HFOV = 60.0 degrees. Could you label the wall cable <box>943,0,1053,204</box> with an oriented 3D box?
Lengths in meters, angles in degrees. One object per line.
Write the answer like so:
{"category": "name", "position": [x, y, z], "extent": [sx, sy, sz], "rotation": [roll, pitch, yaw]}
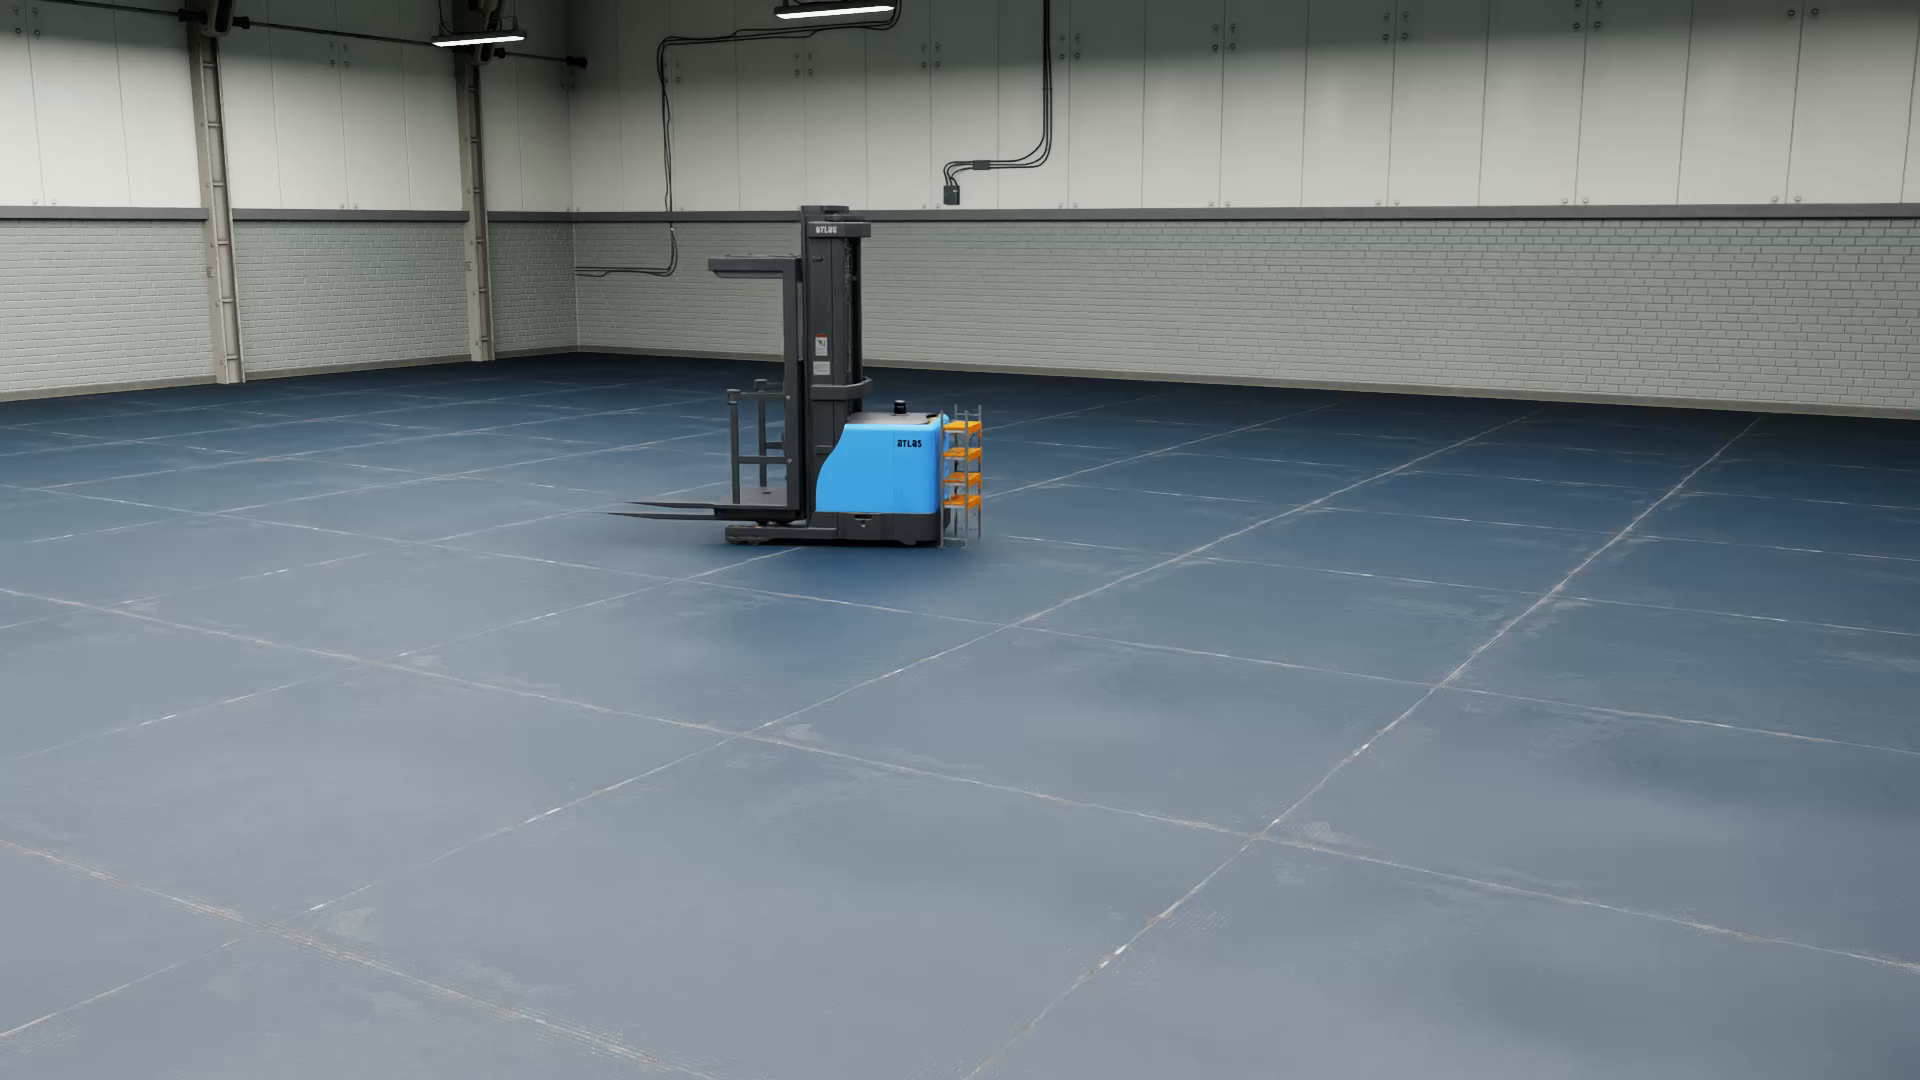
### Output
{"category": "wall cable", "position": [0.683, -9.316, 30.932], "extent": [2.305, 6.003, 0.169], "rotation": [6, 12, 31]}

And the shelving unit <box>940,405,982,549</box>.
{"category": "shelving unit", "position": [0.010, -0.563, 14.613], "extent": [0.258, 1.200, 0.503], "rotation": [3, 11, 14]}

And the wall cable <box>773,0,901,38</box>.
{"category": "wall cable", "position": [-2.466, -11.191, 32.546], "extent": [3.097, 2.526, 0.112], "rotation": [6, 12, 31]}

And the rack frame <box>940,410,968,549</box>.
{"category": "rack frame", "position": [-0.050, -0.519, 14.381], "extent": [0.240, 1.200, 0.015], "rotation": [3, 11, 14]}

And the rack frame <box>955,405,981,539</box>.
{"category": "rack frame", "position": [0.069, -0.606, 14.846], "extent": [0.240, 1.200, 0.015], "rotation": [3, 11, 14]}

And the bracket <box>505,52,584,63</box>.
{"category": "bracket", "position": [-8.640, -10.297, 35.634], "extent": [0.076, 0.066, 3.189], "rotation": [6, 12, 31]}

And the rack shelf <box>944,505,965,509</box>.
{"category": "rack shelf", "position": [0.010, -0.329, 14.657], "extent": [0.199, 0.029, 0.442], "rotation": [3, 11, 14]}

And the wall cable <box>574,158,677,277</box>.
{"category": "wall cable", "position": [-7.423, -7.027, 36.389], "extent": [3.097, 2.526, 0.112], "rotation": [6, 12, 31]}

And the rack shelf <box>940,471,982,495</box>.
{"category": "rack shelf", "position": [0.010, -0.497, 14.626], "extent": [0.258, 0.148, 0.480], "rotation": [3, 11, 14]}

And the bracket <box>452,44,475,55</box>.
{"category": "bracket", "position": [-9.995, -9.887, 33.442], "extent": [0.235, 0.232, 0.430], "rotation": [6, 12, 31]}

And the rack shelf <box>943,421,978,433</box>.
{"category": "rack shelf", "position": [0.010, -0.987, 14.534], "extent": [0.221, 0.050, 0.457], "rotation": [3, 11, 14]}

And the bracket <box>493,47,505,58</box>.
{"category": "bracket", "position": [-9.564, -10.017, 34.140], "extent": [0.235, 0.232, 0.430], "rotation": [6, 12, 31]}

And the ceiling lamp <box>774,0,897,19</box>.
{"category": "ceiling lamp", "position": [-1.713, -9.318, 24.325], "extent": [2.000, 3.185, 0.800], "rotation": [6, 12, 31]}

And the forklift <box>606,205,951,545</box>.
{"category": "forklift", "position": [-1.642, -1.491, 14.867], "extent": [3.031, 2.935, 1.130], "rotation": [1, 11, 7]}

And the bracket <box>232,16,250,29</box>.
{"category": "bracket", "position": [-12.679, -9.074, 29.099], "extent": [0.235, 0.232, 0.430], "rotation": [6, 12, 31]}

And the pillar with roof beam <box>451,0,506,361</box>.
{"category": "pillar with roof beam", "position": [-6.403, -7.805, 32.106], "extent": [9.100, 9.000, 0.548], "rotation": [6, 12, 31]}

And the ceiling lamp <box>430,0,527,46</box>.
{"category": "ceiling lamp", "position": [-8.029, -10.024, 28.096], "extent": [2.000, 3.185, 0.800], "rotation": [6, 12, 31]}

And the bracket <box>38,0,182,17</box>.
{"category": "bracket", "position": [-14.447, -8.538, 26.237], "extent": [0.076, 0.066, 4.783], "rotation": [6, 12, 31]}

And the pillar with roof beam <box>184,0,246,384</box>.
{"category": "pillar with roof beam", "position": [-9.518, -6.862, 27.066], "extent": [9.100, 9.000, 0.400], "rotation": [6, 12, 31]}

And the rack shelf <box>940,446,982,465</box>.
{"category": "rack shelf", "position": [0.010, -0.716, 14.584], "extent": [0.258, 0.148, 0.480], "rotation": [3, 11, 14]}
